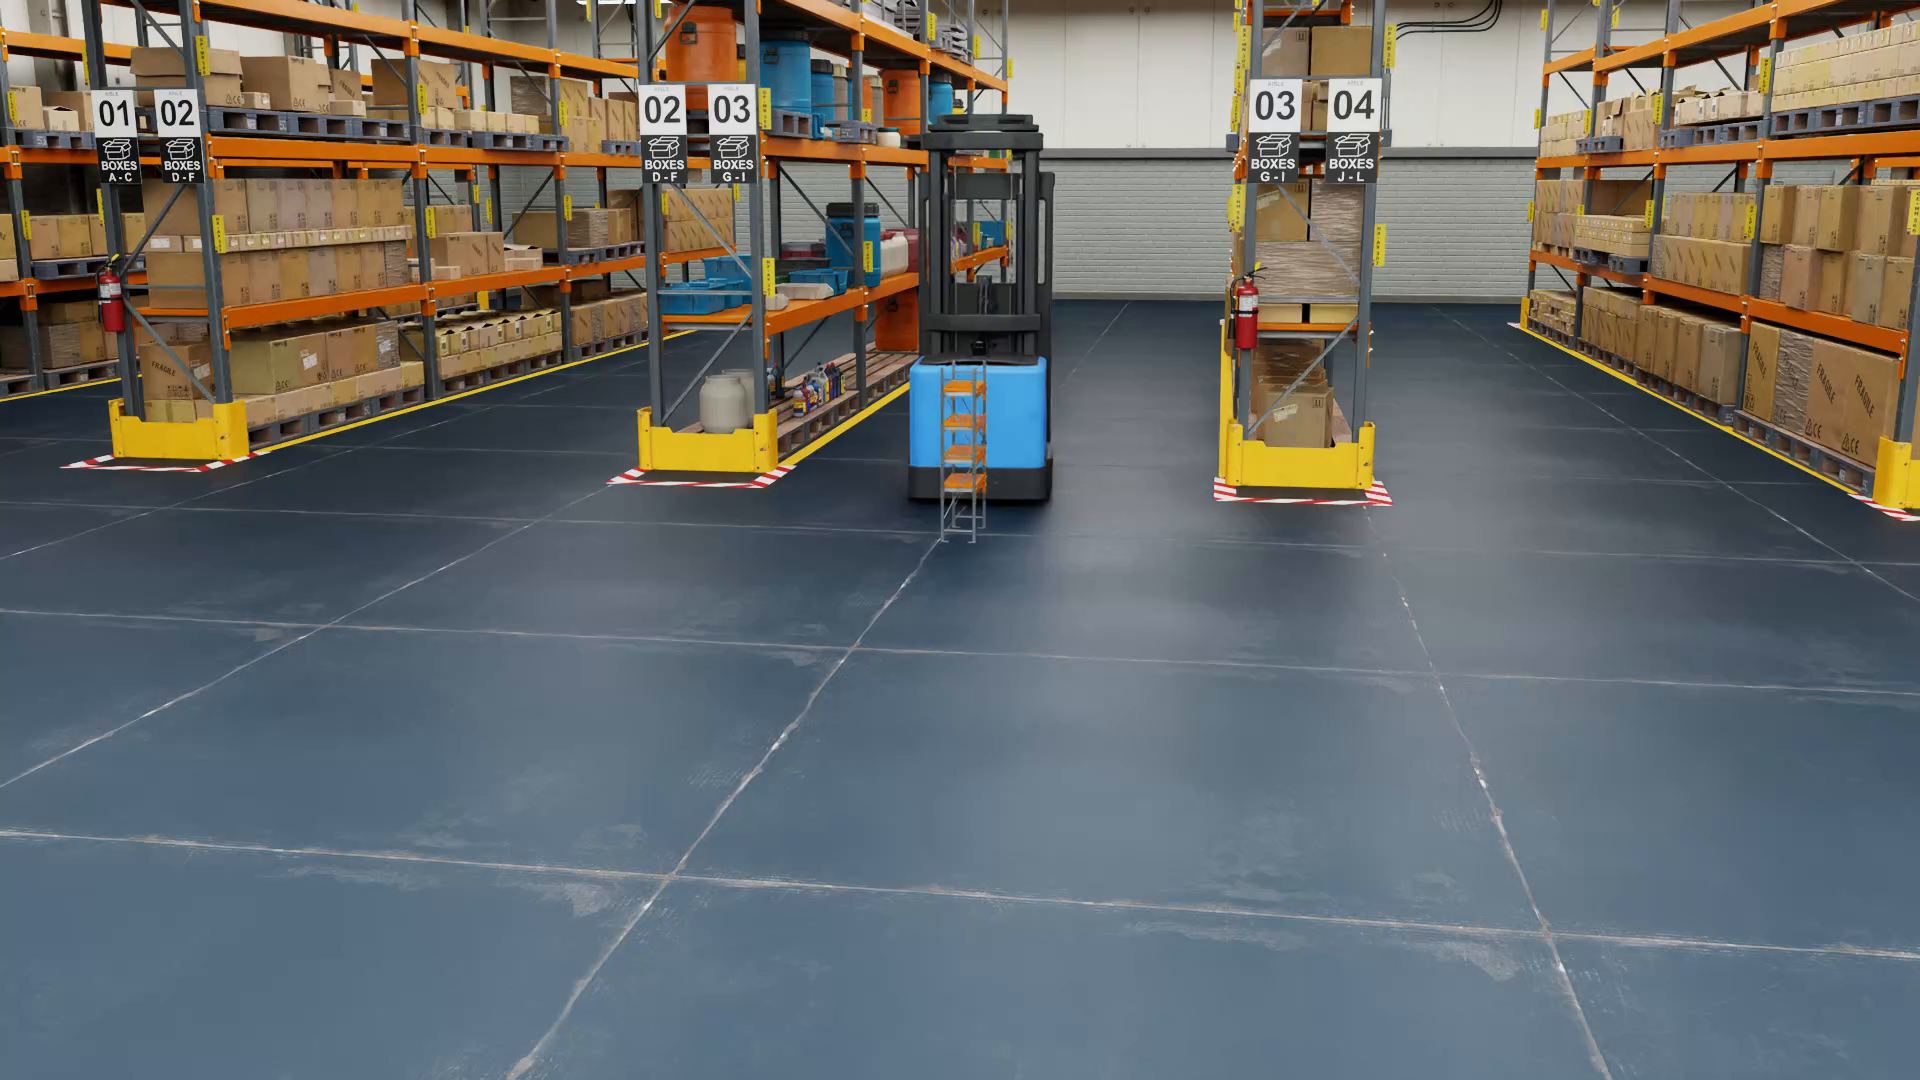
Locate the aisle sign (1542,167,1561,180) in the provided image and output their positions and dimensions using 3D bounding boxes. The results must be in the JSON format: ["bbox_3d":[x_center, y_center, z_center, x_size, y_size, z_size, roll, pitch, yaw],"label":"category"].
[{"bbox_3d":[9.817,-6.358,27.705,0.394,0.787,0.004,2,12,9],"label":"aisle sign"}]

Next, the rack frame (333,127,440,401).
[{"bbox_3d":[-6.417,-3.068,18.608,1.000,3.000,0.127,2,12,9],"label":"rack frame"}]

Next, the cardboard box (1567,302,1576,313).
[{"bbox_3d":[9.284,-3.469,24.828,0.380,0.149,0.250,2,12,9],"label":"cardboard box"}]

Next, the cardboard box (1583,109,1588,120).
[{"bbox_3d":[9.295,-6.191,24.205,0.380,0.149,0.250,2,12,10],"label":"cardboard box"}]

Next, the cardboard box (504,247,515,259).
[{"bbox_3d":[-6.131,-3.677,21.647,0.500,0.311,0.500,2,12,8],"label":"cardboard box"}]

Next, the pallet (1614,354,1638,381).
[{"bbox_3d":[8.993,-2.196,21.184,1.003,0.211,1.213,2,12,9],"label":"pallet"}]

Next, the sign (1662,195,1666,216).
[{"bbox_3d":[10.036,-4.778,23.797,0.100,0.325,0.005,2,12,9],"label":"sign"}]

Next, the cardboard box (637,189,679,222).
[{"bbox_3d":[-4.836,-5.360,26.633,0.500,0.500,0.500,2,12,10],"label":"cardboard box"}]

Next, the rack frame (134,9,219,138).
[{"bbox_3d":[-10.697,-6.993,22.581,1.000,3.000,0.127,2,12,9],"label":"rack frame"}]

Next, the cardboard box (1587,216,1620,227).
[{"bbox_3d":[8.852,-4.372,22.849,0.380,0.149,0.250,2,12,8],"label":"cardboard box"}]

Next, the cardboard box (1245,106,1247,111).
[{"bbox_3d":[2.858,-4.058,15.492,0.380,0.149,0.250,2,12,8],"label":"cardboard box"}]

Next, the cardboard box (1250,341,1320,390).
[{"bbox_3d":[3.487,-1.866,17.922,0.700,0.500,0.500,1,12,4],"label":"cardboard box"}]

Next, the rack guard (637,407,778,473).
[{"bbox_3d":[-2.173,-0.869,14.340,1.175,0.500,0.348,2,12,9],"label":"rack guard"}]

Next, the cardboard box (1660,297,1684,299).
[{"bbox_3d":[9.295,-2.988,21.395,0.500,0.250,0.500,2,12,8],"label":"cardboard box"}]

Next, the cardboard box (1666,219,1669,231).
[{"bbox_3d":[9.256,-4.022,21.225,0.380,0.149,0.250,1,12,6],"label":"cardboard box"}]

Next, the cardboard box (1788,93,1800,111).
[{"bbox_3d":[7.787,-3.991,15.136,0.380,0.149,0.250,2,12,9],"label":"cardboard box"}]

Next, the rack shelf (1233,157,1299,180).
[{"bbox_3d":[4.909,-5.942,26.534,1.077,0.370,4.000,2,12,9],"label":"rack shelf"}]

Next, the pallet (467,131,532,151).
[{"bbox_3d":[-5.987,-4.897,20.426,1.003,0.211,1.213,2,12,11],"label":"pallet"}]

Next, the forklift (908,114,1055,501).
[{"bbox_3d":[9.240,-2.188,14.690,18.991,2.935,6.136,1,12,4],"label":"forklift"}]

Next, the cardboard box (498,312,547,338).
[{"bbox_3d":[-5.713,-2.810,21.612,0.500,0.311,0.500,2,12,8],"label":"cardboard box"}]

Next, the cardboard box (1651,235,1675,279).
[{"bbox_3d":[8.536,-3.361,19.732,0.500,0.500,0.500,2,12,9],"label":"cardboard box"}]

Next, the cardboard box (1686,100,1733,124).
[{"bbox_3d":[8.466,-4.796,18.631,0.500,0.250,0.500,2,12,10],"label":"cardboard box"}]

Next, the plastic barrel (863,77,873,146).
[{"bbox_3d":[-1.349,-5.115,19.970,0.600,0.830,0.708,2,12,9],"label":"plastic barrel"}]

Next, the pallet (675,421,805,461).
[{"bbox_3d":[-2.043,-0.897,15.154,1.003,0.211,1.213,2,12,9],"label":"pallet"}]

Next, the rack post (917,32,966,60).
[{"bbox_3d":[-0.478,-6.835,23.034,0.937,0.300,0.954,3,13,15],"label":"rack post"}]

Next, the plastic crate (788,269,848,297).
[{"bbox_3d":[-1.425,-2.595,16.766,0.499,0.251,0.616,2,12,9],"label":"plastic crate"}]

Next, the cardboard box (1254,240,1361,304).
[{"bbox_3d":[2.867,-2.221,13.737,0.875,0.500,0.500,2,12,9],"label":"cardboard box"}]

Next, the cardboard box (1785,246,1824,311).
[{"bbox_3d":[7.950,-2.337,14.859,0.875,0.550,0.550,2,12,9],"label":"cardboard box"}]

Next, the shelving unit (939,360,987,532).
[{"bbox_3d":[0.026,-0.621,11.529,0.258,1.200,0.499,2,12,9],"label":"shelving unit"}]

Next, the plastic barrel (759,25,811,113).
[{"bbox_3d":[-1.782,-4.619,16.502,0.600,0.901,0.708,2,12,9],"label":"plastic barrel"}]

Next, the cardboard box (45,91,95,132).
[{"bbox_3d":[-10.960,-5.316,20.686,0.500,0.500,0.500,1,12,7],"label":"cardboard box"}]

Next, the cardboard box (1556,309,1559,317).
[{"bbox_3d":[9.491,-3.533,25.833,0.380,0.149,0.250,1,12,6],"label":"cardboard box"}]

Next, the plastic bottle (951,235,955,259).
[{"bbox_3d":[-0.139,-4.307,24.477,0.144,0.351,0.185,2,12,9],"label":"plastic bottle"}]

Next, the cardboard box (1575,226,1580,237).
[{"bbox_3d":[8.972,-4.390,23.639,0.380,0.149,0.250,2,12,10],"label":"cardboard box"}]

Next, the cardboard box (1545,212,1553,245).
[{"bbox_3d":[9.615,-4.958,26.437,0.500,0.500,0.500,2,12,9],"label":"cardboard box"}]

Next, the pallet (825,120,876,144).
[{"bbox_3d":[-1.538,-4.127,16.852,1.213,0.211,1.003,2,12,9],"label":"pallet"}]

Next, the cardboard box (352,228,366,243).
[{"bbox_3d":[-6.405,-3.158,17.252,0.380,0.149,0.250,2,12,8],"label":"cardboard box"}]

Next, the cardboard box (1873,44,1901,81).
[{"bbox_3d":[7.518,-3.739,13.020,0.500,0.250,0.500,2,12,9],"label":"cardboard box"}]

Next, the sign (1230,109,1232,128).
[{"bbox_3d":[4.669,-7.196,28.379,0.100,0.325,0.005,2,12,9],"label":"sign"}]

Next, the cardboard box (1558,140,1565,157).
[{"bbox_3d":[9.538,-6.046,25.663,0.500,0.250,0.500,2,12,8],"label":"cardboard box"}]

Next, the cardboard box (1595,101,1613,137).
[{"bbox_3d":[9.320,-5.875,23.279,0.700,0.500,0.500,2,12,9],"label":"cardboard box"}]

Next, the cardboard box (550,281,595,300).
[{"bbox_3d":[-5.732,-3.687,24.593,0.500,0.250,0.500,2,12,8],"label":"cardboard box"}]

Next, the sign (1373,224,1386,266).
[{"bbox_3d":[3.292,-2.319,13.079,0.100,0.325,0.005,2,12,9],"label":"sign"}]

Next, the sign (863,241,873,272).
[{"bbox_3d":[-0.981,-3.022,17.737,0.100,0.325,0.005,2,12,9],"label":"sign"}]

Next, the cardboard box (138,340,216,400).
[{"bbox_3d":[-7.244,-1.584,15.474,0.500,0.500,0.500,2,12,9],"label":"cardboard box"}]

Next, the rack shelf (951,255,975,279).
[{"bbox_3d":[-0.600,-3.804,23.731,1.077,0.370,4.000,2,12,9],"label":"rack shelf"}]

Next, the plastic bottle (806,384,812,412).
[{"bbox_3d":[-1.499,-1.394,16.273,0.097,0.271,0.097,0,12,0],"label":"plastic bottle"}]

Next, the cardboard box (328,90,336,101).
[{"bbox_3d":[-6.838,-4.556,17.274,0.500,0.311,0.500,1,12,6],"label":"cardboard box"}]

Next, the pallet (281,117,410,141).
[{"bbox_3d":[-6.523,-4.312,17.474,1.003,0.211,1.213,2,12,9],"label":"pallet"}]

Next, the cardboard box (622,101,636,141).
[{"bbox_3d":[-5.337,-6.400,25.479,0.600,0.600,0.600,1,12,3],"label":"cardboard box"}]

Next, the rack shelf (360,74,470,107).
[{"bbox_3d":[-9.774,-7.695,28.495,1.077,0.370,4.000,2,12,9],"label":"rack shelf"}]
